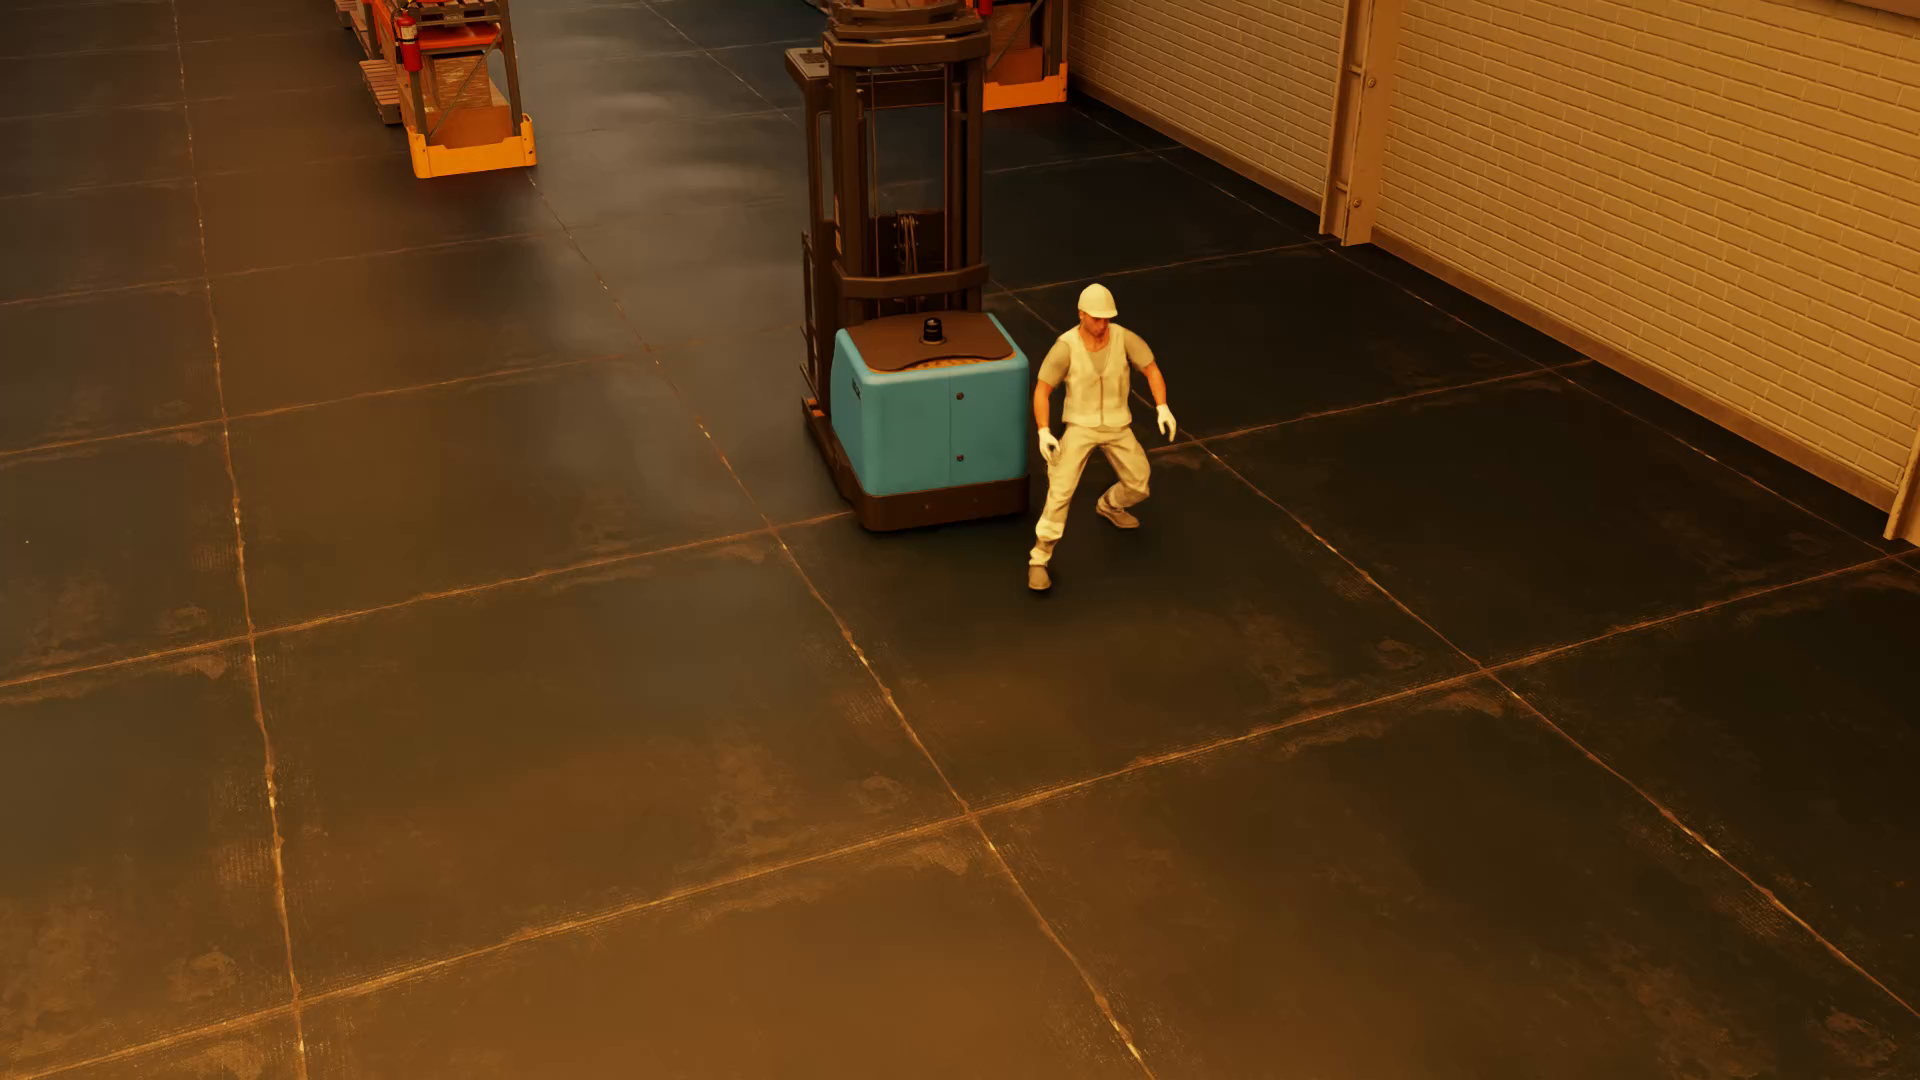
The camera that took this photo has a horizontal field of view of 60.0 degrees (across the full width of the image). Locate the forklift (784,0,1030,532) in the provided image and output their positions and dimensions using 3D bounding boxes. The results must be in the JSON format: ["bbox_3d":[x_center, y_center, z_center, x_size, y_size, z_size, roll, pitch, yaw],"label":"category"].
[{"bbox_3d":[-0.464,-2.041,10.689,1.130,2.935,3.031,-8,31,-14],"label":"forklift"}]

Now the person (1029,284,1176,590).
[{"bbox_3d":[0.787,-0.616,9.509,0.908,1.644,0.883,-5,30,-8],"label":"person"}]
